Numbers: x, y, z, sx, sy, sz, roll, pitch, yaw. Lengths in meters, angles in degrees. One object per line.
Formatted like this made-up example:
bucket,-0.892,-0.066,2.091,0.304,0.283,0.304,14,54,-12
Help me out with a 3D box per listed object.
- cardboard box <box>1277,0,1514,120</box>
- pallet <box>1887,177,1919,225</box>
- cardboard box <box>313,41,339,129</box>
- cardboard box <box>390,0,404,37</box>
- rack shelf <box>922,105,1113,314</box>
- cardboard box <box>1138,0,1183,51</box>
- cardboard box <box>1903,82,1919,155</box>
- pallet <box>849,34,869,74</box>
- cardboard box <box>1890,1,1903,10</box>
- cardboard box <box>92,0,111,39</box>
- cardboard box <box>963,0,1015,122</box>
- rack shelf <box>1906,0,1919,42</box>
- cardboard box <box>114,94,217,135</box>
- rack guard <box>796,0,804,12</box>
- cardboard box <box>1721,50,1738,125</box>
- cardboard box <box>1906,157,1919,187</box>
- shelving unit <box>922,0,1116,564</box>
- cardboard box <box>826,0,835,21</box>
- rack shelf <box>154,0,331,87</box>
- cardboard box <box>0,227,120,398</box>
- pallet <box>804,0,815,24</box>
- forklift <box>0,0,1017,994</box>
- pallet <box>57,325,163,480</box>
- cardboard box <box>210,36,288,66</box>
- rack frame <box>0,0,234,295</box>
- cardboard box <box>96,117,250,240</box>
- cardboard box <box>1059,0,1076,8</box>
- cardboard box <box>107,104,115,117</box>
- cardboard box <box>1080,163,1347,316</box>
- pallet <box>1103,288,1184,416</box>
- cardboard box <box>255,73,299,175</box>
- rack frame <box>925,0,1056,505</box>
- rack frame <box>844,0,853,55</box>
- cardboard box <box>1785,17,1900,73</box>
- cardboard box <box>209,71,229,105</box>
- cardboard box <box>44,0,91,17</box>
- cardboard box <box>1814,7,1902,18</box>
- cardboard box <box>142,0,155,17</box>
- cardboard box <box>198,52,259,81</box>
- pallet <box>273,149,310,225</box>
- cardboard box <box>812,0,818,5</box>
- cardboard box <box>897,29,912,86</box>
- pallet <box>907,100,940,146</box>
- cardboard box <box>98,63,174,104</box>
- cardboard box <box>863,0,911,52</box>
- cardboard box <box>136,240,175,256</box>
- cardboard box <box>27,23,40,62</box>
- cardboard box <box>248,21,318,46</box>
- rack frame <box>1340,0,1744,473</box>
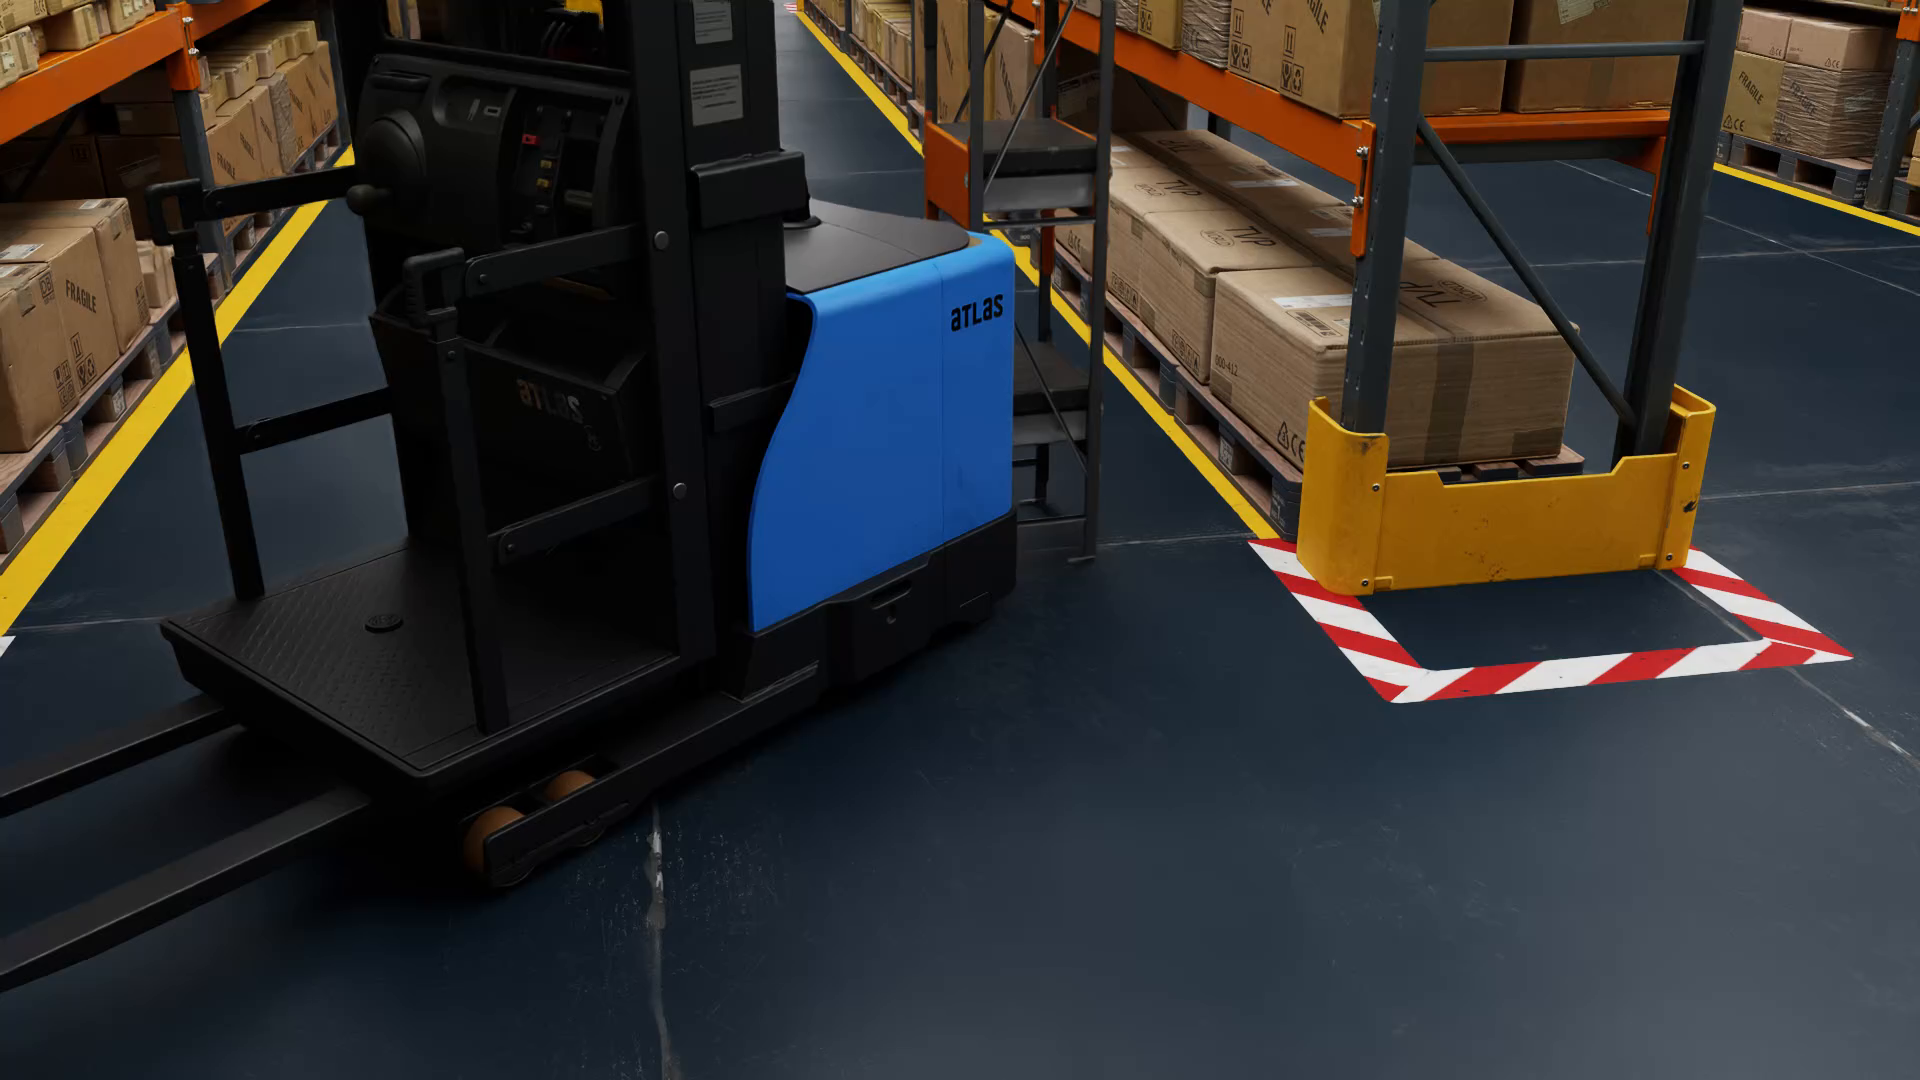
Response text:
cardboard box,1.278,-1.542,4.908,0.500,0.500,0.500,-4,24,-9
pallet,5.893,-1.766,9.030,1.003,0.211,1.213,-4,24,-10
cardboard box,-4.440,-3.000,10.970,0.500,0.500,0.500,-4,24,-8
cardboard box,-5.362,-4.577,14.424,0.875,0.625,0.625,-3,24,-7
rack shelf,0.156,-0.962,4.863,0.431,0.518,0.480,-6,24,-14
cardboard box,0.987,-2.144,6.287,0.500,0.500,0.500,-4,24,-8
cardboard box,5.858,-2.663,10.197,0.500,0.500,0.500,-3,24,-8
pallet,-0.446,-4.462,15.203,1.003,0.211,1.213,-4,24,-10
cardboard box,9.413,-5.183,15.944,0.700,0.500,0.500,-6,24,-14
cardboard box,-3.519,-2.002,6.400,0.380,0.149,0.250,-4,24,-8
cardboard box,0.520,-2.711,9.839,0.875,0.875,0.875,-4,24,-8
rack shelf,6.104,-2.189,7.413,1.077,0.370,4.000,-4,24,-10
cardboard box,-3.795,-2.035,7.951,0.380,0.149,0.250,-3,24,-7
rack guard,-1.317,-6.444,19.380,1.175,0.500,0.348,-4,24,-10
cardboard box,5.164,-3.029,11.035,0.500,0.500,0.500,-5,24,-11
cardboard box,5.485,-2.024,9.175,0.380,0.149,0.250,-5,24,-12
shelving unit,0.156,-0.974,4.858,0.431,2.100,0.503,-6,24,-14
cardboard box,-1.073,-5.400,16.777,0.500,0.250,0.500,-5,24,-11
rack shelf,-4.360,-2.987,9.241,1.077,0.370,4.000,-4,24,-10
cardboard box,-3.389,-0.806,5.946,0.500,0.500,0.500,-4,24,-9
pallet,-1.202,-5.989,18.700,1.003,0.211,1.213,-4,24,-10
forklift,-1.174,-0.830,3.488,1.130,2.935,3.031,19,30,36
pallet,-3.635,-0.501,6.135,1.003,0.211,1.213,-4,24,-10
cardboard box,-4.299,-2.953,10.052,0.380,0.149,0.250,-4,24,-8
rack frame,-3.990,-2.530,7.296,1.000,3.000,0.127,-4,24,-10
cardboard box,-3.858,-1.784,8.186,0.500,0.500,0.500,-3,24,-7
cardboard box,0.717,-2.741,7.654,0.500,0.500,0.500,-4,24,-8
cardboard box,-4.448,-2.196,8.319,0.380,0.149,0.250,-4,24,-9
cardboard box,1.064,-1.311,7.180,0.875,0.438,0.875,-5,24,-11
pallet,1.180,-0.836,6.900,1.003,0.211,1.213,-4,24,-10
cardboard box,-4.144,-2.394,9.582,0.500,0.500,0.500,-5,24,-12
rack frame,0.091,-1.069,5.073,0.400,2.100,0.015,-6,24,-14
rack frame,-0.592,-6.046,15.346,1.000,3.000,0.127,-4,24,-10
cardboard box,5.347,-2.970,9.965,0.500,0.250,0.500,-5,24,-11
cardboard box,-4.044,-2.346,8.661,0.380,0.149,0.250,-5,24,-11
cardboard box,-3.469,-2.023,5.949,0.500,0.250,0.500,-4,24,-10
cardboard box,5.756,-3.215,10.526,0.500,0.250,0.500,-4,24,-8
cardboard box,-3.683,-2.309,7.102,0.380,0.149,0.250,-4,24,-9
cardboard box,-4.176,-2.648,9.354,0.380,0.149,0.250,-4,24,-10
pallet,-4.406,-2.051,9.681,1.003,0.211,1.213,-4,24,-10
cardboard box,-1.367,-6.013,18.180,0.500,0.250,0.500,-3,24,-8
cardboard box,0.053,-3.684,12.696,0.950,0.372,0.625,-6,24,-13
pallet,0.220,-2.879,11.578,1.003,0.211,1.213,-4,24,-10
cardboard box,-3.854,-2.167,7.881,0.380,0.149,0.250,-5,24,-11
cardboard box,-0.356,-4.546,14.669,0.950,0.372,0.625,-3,24,-6
cardboard box,-3.598,-1.219,7.331,0.380,0.149,0.250,-5,24,-11
cardboard box,-3.415,-1.700,5.709,0.380,0.149,0.250,-4,24,-10
cardboard box,-4.389,-3.273,10.783,0.380,0.149,0.250,-5,24,-12
rack frame,1.627,-1.326,4.538,1.000,3.000,0.127,-4,24,-10
